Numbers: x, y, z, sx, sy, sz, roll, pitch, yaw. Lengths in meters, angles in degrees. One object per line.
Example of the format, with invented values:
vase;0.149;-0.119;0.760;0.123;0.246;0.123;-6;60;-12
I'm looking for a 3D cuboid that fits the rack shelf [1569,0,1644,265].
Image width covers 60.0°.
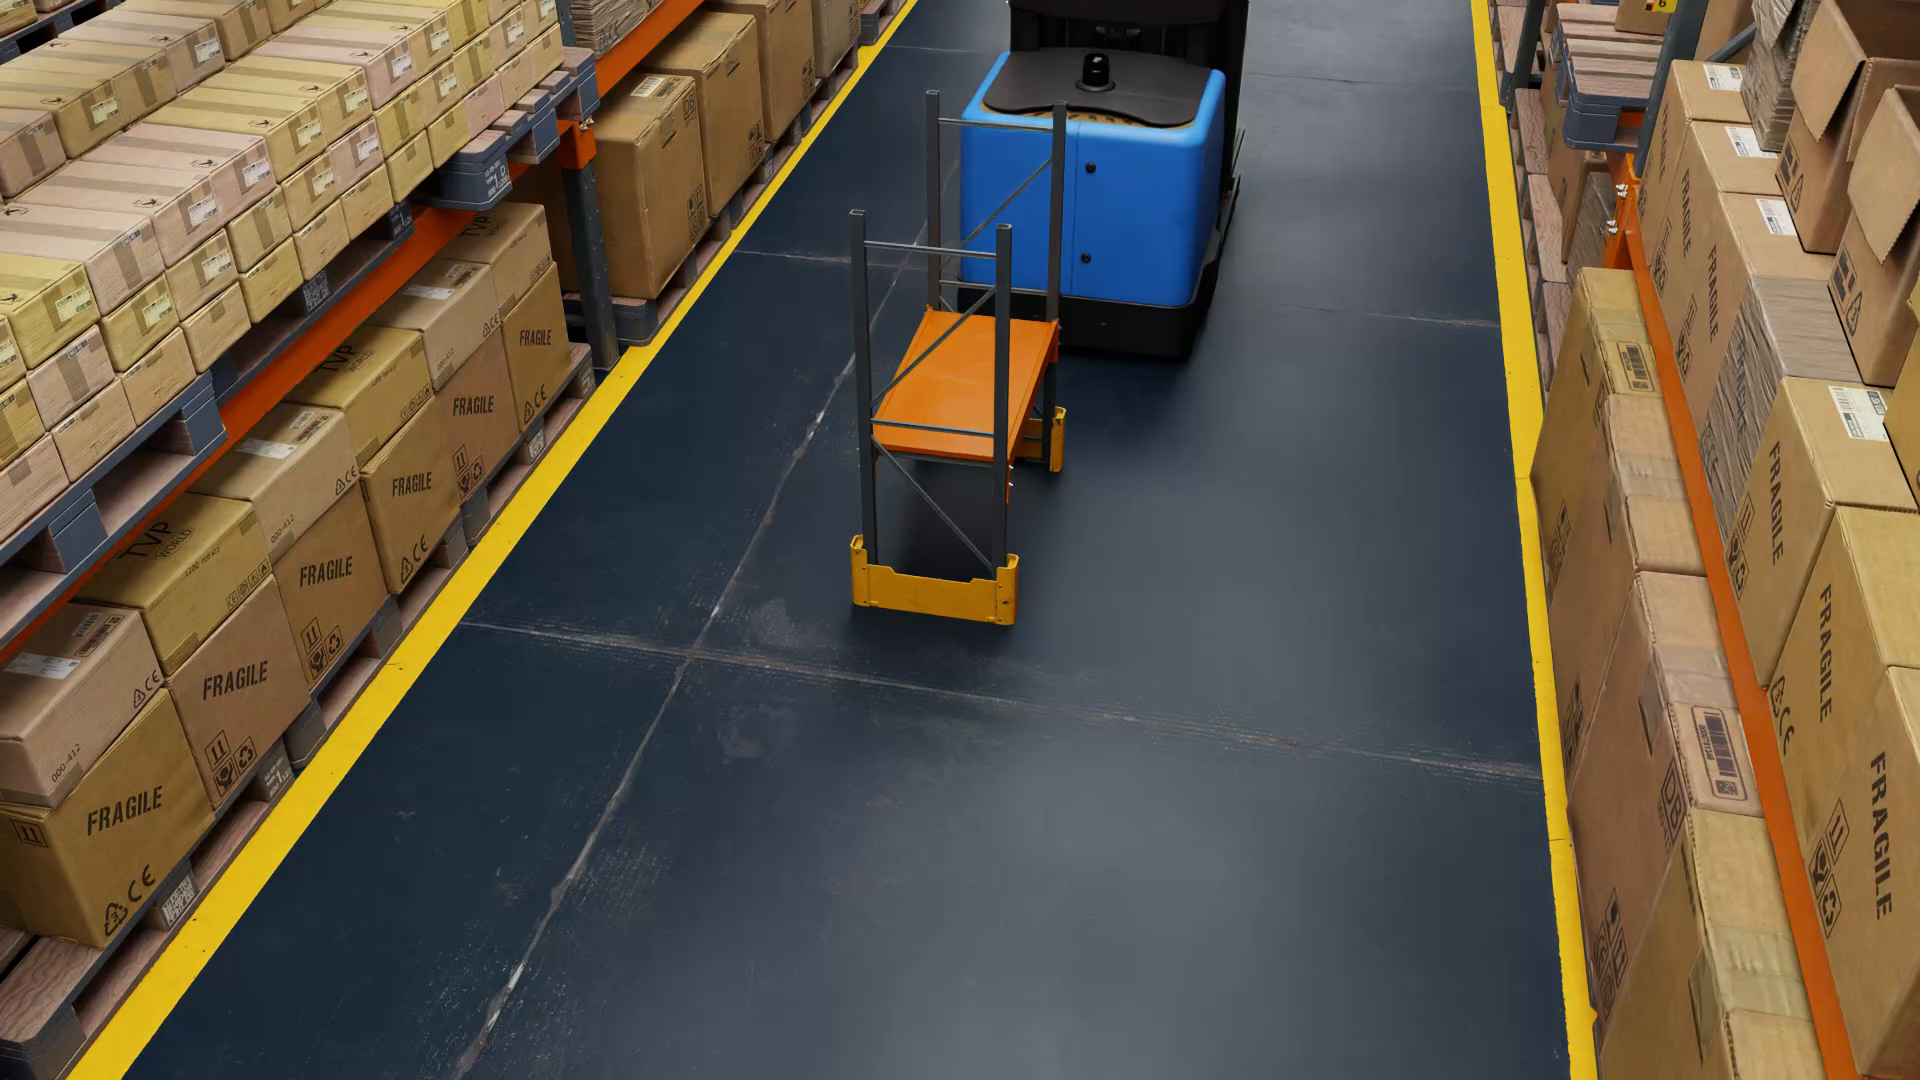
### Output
rack shelf;3.249;-2.214;7.362;1.077;0.370;4.000;7;37;10

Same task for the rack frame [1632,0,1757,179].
rack frame;2.822;-1.359;5.569;1.000;3.000;0.127;7;37;10

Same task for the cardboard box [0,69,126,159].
cardboard box;-2.626;-1.211;4.714;0.380;0.149;0.250;7;36;9

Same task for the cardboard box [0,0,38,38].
cardboard box;-6.265;-3.287;10.110;0.950;0.372;0.625;10;37;13

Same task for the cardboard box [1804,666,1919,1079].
cardboard box;1.800;0.591;2.793;0.500;0.500;0.500;7;37;10

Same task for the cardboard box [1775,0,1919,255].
cardboard box;2.508;-1.015;4.155;0.797;0.503;0.637;8;37;11

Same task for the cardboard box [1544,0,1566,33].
cardboard box;3.915;-3.364;10.107;0.500;0.500;0.500;19;40;24

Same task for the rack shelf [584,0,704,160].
rack shelf;-1.575;-2.894;8.300;1.077;0.370;4.000;7;37;10

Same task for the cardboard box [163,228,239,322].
cardboard box;-2.105;-0.703;4.267;0.380;0.149;0.250;9;37;12

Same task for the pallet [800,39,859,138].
pallet;-1.239;-2.751;9.866;1.003;0.211;1.213;7;37;10

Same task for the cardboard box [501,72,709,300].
cardboard box;-1.784;-1.636;7.510;1.050;0.750;0.750;7;36;9

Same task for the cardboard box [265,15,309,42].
cardboard box;-2.411;-1.666;5.596;0.380;0.149;0.250;6;36;9

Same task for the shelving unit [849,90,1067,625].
shelving unit;0.016;-0.651;5.870;0.587;1.500;1.083;7;37;10

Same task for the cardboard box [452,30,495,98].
cardboard box;-1.772;-1.583;5.480;0.380;0.149;0.250;8;37;11

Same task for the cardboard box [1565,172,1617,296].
cardboard box;3.051;-1.231;7.148;0.700;0.500;0.500;4;36;6

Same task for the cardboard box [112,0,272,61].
cardboard box;-2.459;-1.661;5.335;0.380;0.149;0.250;6;36;8

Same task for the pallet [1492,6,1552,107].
pallet;3.785;-2.913;10.089;1.003;0.211;1.213;7;37;10

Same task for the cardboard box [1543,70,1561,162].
cardboard box;3.404;-2.198;8.482;0.700;0.500;0.500;7;37;10

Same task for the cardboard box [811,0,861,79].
cardboard box;-1.193;-3.224;9.701;1.050;0.750;0.750;7;37;10

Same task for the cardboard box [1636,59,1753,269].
cardboard box;2.452;-1.155;5.202;0.500;0.500;0.500;8;37;11

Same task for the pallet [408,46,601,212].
pallet;-2.050;-1.539;5.981;1.213;0.211;1.003;7;37;10

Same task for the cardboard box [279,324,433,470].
cardboard box;-2.113;-0.495;5.510;0.500;0.250;0.500;8;37;11

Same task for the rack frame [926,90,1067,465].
rack frame;0.127;-0.948;6.279;0.500;1.500;0.032;7;37;10

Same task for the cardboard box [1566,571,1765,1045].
cardboard box;2.274;0.743;4.122;1.225;0.875;0.875;6;36;8

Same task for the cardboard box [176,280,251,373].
cardboard box;-2.104;-0.574;4.342;0.380;0.149;0.250;6;36;8

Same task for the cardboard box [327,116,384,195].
cardboard box;-1.936;-1.147;4.880;0.380;0.149;0.250;8;37;11

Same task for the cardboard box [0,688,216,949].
cardboard box;-2.440;0.706;4.492;0.500;0.500;0.500;9;37;12

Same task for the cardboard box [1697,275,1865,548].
cardboard box;2.129;-0.278;3.993;0.500;0.500;0.500;7;37;10

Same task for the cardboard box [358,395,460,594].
cardboard box;-2.099;-0.184;5.720;0.500;0.500;0.500;6;36;8

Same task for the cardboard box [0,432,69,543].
cardboard box;-2.270;-0.142;3.746;0.380;0.149;0.250;8;37;11

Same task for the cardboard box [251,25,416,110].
cardboard box;-1.881;-1.425;5.009;0.380;0.149;0.250;7;37;10

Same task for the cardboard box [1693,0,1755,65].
cardboard box;2.898;-1.884;5.851;0.500;0.500;0.500;3;36;4

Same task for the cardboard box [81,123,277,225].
cardboard box;-2.048;-0.964;4.374;0.380;0.149;0.250;9;37;12

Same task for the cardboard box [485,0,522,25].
cardboard box;-1.715;-1.866;5.617;0.380;0.149;0.250;7;36;9

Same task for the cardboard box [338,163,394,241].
cardboard box;-1.938;-1.032;4.974;0.380;0.149;0.250;8;37;11

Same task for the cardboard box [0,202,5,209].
cardboard box;-2.743;-0.786;4.382;0.380;0.149;0.250;6;36;8

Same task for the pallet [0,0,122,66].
pallet;-6.170;-3.319;10.649;1.003;0.211;1.213;7;37;10

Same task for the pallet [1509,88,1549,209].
pallet;3.511;-2.077;8.935;1.003;0.211;1.213;7;37;10

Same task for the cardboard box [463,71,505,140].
cardboard box;-1.768;-1.477;5.588;0.380;0.149;0.250;8;37;11

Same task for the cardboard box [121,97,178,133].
cardboard box;-2.575;-1.237;5.003;0.380;0.149;0.250;7;37;10

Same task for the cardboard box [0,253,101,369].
cardboard box;-2.212;-0.530;3.775;0.380;0.149;0.250;8;37;10

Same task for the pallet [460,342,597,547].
pallet;-2.171;-0.462;6.707;1.003;0.211;1.213;7;37;10

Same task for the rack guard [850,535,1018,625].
rack guard;-0.090;0.141;5.843;0.587;0.250;0.087;7;37;10

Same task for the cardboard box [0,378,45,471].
cardboard box;-2.270;-0.251;3.643;0.380;0.149;0.250;7;36;9

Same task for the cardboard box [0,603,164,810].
cardboard box;-2.441;0.402;4.272;0.500;0.250;0.500;6;36;8

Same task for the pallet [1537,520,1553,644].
pallet;2.580;0.213;5.777;1.003;0.211;1.213;7;37;10

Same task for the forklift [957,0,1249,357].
forklift;0.834;-2.846;7.680;1.130;2.935;3.031;8;37;11
